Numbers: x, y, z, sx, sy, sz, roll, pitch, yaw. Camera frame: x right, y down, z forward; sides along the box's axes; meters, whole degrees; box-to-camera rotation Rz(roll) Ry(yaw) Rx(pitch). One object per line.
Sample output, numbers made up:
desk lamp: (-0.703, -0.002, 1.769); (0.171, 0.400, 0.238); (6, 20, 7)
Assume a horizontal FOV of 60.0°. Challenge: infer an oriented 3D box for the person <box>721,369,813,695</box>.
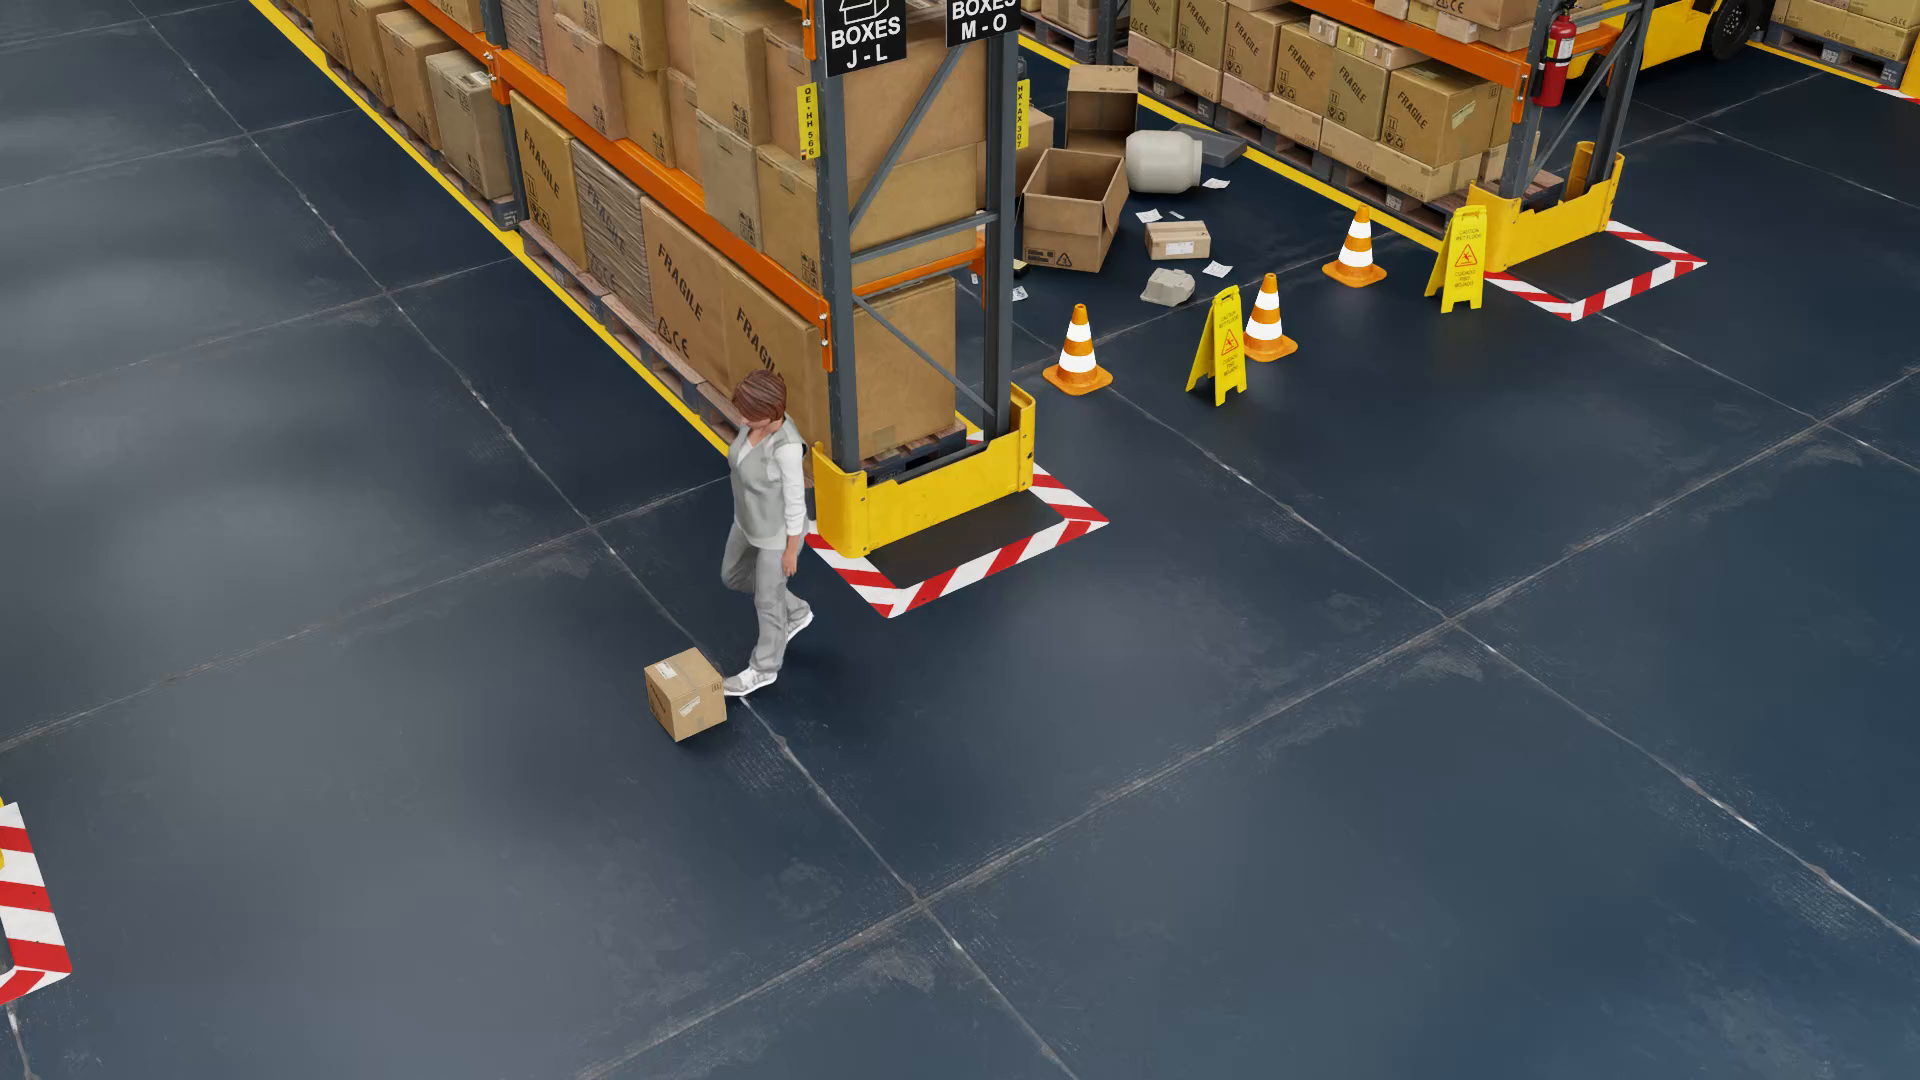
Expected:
person: (-0.838, -0.030, 7.008); (0.518, 1.585, 0.442); (-19, 41, -23)
